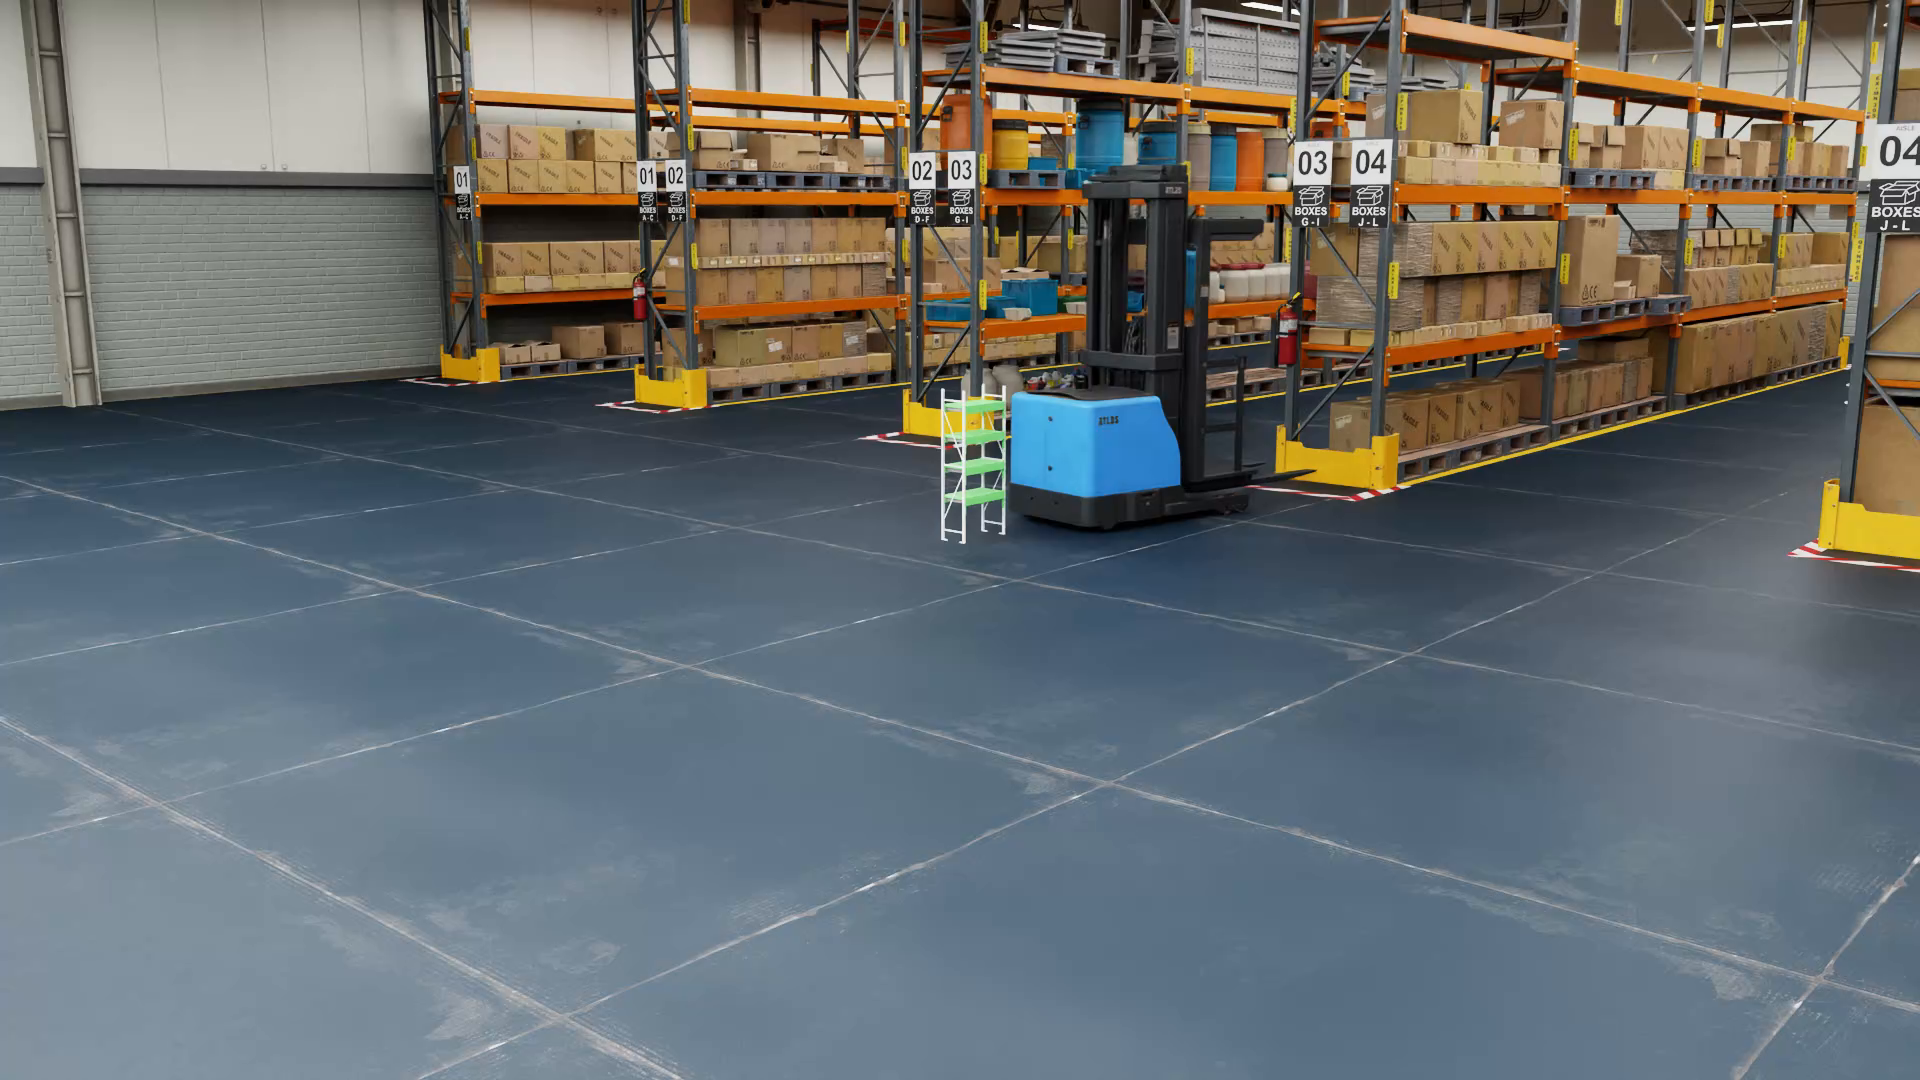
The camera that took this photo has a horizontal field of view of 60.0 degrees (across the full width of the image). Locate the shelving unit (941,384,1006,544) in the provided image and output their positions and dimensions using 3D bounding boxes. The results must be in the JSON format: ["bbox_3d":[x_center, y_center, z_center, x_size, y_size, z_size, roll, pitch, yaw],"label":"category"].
[{"bbox_3d":[0.109,-0.613,13.216,0.258,1.200,0.503,10,15,40],"label":"shelving unit"}]

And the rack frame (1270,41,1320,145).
[{"bbox_3d":[6.688,-8.602,33.305,1.000,3.000,0.127,10,15,40],"label":"rack frame"}]

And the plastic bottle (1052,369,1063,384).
[{"bbox_3d":[1.235,-2.015,21.283,0.144,0.351,0.185,10,15,40],"label":"plastic bottle"}]

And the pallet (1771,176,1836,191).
[{"bbox_3d":[12.840,-5.516,25.736,1.003,0.211,1.213,10,15,40],"label":"pallet"}]

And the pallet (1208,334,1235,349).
[{"bbox_3d":[4.502,-3.805,31.725,1.003,0.211,1.213,10,15,40],"label":"pallet"}]

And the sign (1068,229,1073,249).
[{"bbox_3d":[1.826,-4.980,27.530,0.100,0.325,0.005,10,15,40],"label":"sign"}]

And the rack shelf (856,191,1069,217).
[{"bbox_3d":[0.087,-5.307,26.303,1.077,0.370,4.000,10,15,40],"label":"rack shelf"}]

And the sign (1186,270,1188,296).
[{"bbox_3d":[2.891,-3.317,21.453,0.100,0.325,0.005,10,15,40],"label":"sign"}]

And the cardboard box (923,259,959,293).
[{"bbox_3d":[-0.366,-4.132,25.987,0.500,0.500,0.500,-11,16,-43],"label":"cardboard box"}]

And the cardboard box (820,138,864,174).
[{"bbox_3d":[-1.764,-5.649,24.495,0.500,0.500,0.500,-11,15,-43],"label":"cardboard box"}]

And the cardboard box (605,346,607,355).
[{"bbox_3d":[-6.027,-3.120,27.328,0.380,0.149,0.250,8,14,36],"label":"cardboard box"}]

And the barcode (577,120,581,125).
[{"bbox_3d":[-6.197,-6.788,27.032,0.001,0.075,0.075,10,15,40],"label":"barcode"}]

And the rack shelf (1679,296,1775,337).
[{"bbox_3d":[10.166,-3.144,23.128,1.077,0.370,4.000,10,15,40],"label":"rack shelf"}]

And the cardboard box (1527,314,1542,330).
[{"bbox_3d":[6.112,-2.385,18.136,0.380,0.149,0.250,10,15,40],"label":"cardboard box"}]

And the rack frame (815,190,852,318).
[{"bbox_3d":[-2.316,-5.123,31.204,1.000,3.000,0.127,10,15,40],"label":"rack frame"}]

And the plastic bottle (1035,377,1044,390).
[{"bbox_3d":[0.995,-1.896,20.857,0.061,0.283,0.133,10,15,40],"label":"plastic bottle"}]

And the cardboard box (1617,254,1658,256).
[{"bbox_3d":[8.520,-3.372,21.110,0.500,0.500,0.500,8,14,33],"label":"cardboard box"}]

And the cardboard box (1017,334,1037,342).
[{"bbox_3d":[0.908,-3.430,27.241,0.500,0.311,0.500,9,15,39],"label":"cardboard box"}]

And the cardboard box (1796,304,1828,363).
[{"bbox_3d":[13.164,-3.305,26.451,0.875,0.875,0.875,10,15,40],"label":"cardboard box"}]

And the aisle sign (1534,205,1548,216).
[{"bbox_3d":[10.674,-6.267,30.293,0.394,0.787,0.004,10,15,40],"label":"aisle sign"}]

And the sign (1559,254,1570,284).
[{"bbox_3d":[6.618,-2.969,18.208,0.100,0.325,0.005,10,15,40],"label":"sign"}]

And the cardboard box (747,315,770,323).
[{"bbox_3d":[-3.813,-3.788,29.775,0.700,0.500,0.500,10,15,41],"label":"cardboard box"}]

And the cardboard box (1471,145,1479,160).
[{"bbox_3d":[4.935,-3.858,16.577,0.380,0.149,0.250,10,15,40],"label":"cardboard box"}]

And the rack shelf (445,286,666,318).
[{"bbox_3d":[-6.277,-3.888,26.855,1.077,0.370,4.000,10,15,40],"label":"rack shelf"}]

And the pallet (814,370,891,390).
[{"bbox_3d":[-1.790,-2.416,24.768,1.003,0.211,1.213,10,15,40],"label":"pallet"}]

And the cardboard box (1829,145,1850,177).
[{"bbox_3d":[13.824,-6.071,26.705,0.700,0.500,0.500,9,14,37],"label":"cardboard box"}]

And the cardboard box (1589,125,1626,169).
[{"bbox_3d":[7.212,-4.536,19.270,0.797,0.503,0.637,11,15,43],"label":"cardboard box"}]

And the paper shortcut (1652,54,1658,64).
[{"bbox_3d":[9.323,-6.474,22.296,0.009,0.170,0.078,23,-8,37],"label":"paper shortcut"}]

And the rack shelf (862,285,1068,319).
[{"bbox_3d":[0.087,-3.836,26.597,1.077,0.370,4.000,10,15,40],"label":"rack shelf"}]

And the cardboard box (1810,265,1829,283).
[{"bbox_3d":[13.335,-4.196,26.186,0.500,0.250,0.500,9,14,38],"label":"cardboard box"}]

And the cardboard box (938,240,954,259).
[{"bbox_3d":[-0.458,-5.667,32.860,0.500,0.500,0.500,10,15,40],"label":"cardboard box"}]

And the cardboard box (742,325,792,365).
[{"bbox_3d":[-2.703,-2.731,23.259,0.500,0.500,0.500,10,15,40],"label":"cardboard box"}]

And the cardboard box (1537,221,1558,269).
[{"bbox_3d":[6.115,-3.197,17.992,0.500,0.500,0.500,10,15,40],"label":"cardboard box"}]

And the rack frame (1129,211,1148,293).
[{"bbox_3d":[2.485,-3.254,21.844,1.000,3.000,0.127,10,15,40],"label":"rack frame"}]

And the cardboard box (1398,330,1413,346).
[{"bbox_3d":[4.112,-1.947,15.944,0.380,0.149,0.250,10,15,40],"label":"cardboard box"}]

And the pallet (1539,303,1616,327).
[{"bbox_3d":[6.820,-2.613,19.126,1.003,0.211,1.213,10,15,40],"label":"pallet"}]

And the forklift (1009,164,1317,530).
[{"bbox_3d":[1.887,-1.727,14.374,3.031,2.935,1.130,-9,14,-37],"label":"forklift"}]

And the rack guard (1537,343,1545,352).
[{"bbox_3d":[10.413,-3.799,30.955,1.175,0.500,0.348,10,15,40],"label":"rack guard"}]

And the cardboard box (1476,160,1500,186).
[{"bbox_3d":[5.083,-3.686,16.733,0.500,0.250,0.500,10,15,42],"label":"cardboard box"}]

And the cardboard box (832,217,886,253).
[{"bbox_3d":[-1.521,-4.514,24.586,0.700,0.500,0.500,10,15,41],"label":"cardboard box"}]

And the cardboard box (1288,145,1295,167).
[{"bbox_3d":[6.361,-7.593,33.102,0.700,0.500,0.500,10,15,40],"label":"cardboard box"}]

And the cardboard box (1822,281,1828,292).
[{"bbox_3d":[13.466,-4.010,26.274,0.380,0.149,0.250,9,15,39],"label":"cardboard box"}]

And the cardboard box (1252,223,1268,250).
[{"bbox_3d":[5.590,-5.872,32.143,0.500,0.500,0.500,10,15,42],"label":"cardboard box"}]

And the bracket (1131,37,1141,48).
[{"bbox_3d":[4.090,-11.409,38.170,0.235,0.232,0.430,10,15,40],"label":"bracket"}]

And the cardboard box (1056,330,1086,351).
[{"bbox_3d":[1.922,-3.503,28.352,0.500,0.500,0.500,11,15,43],"label":"cardboard box"}]

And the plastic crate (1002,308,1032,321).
[{"bbox_3d":[0.677,-2.626,19.375,0.298,0.136,0.250,10,15,40],"label":"plastic crate"}]

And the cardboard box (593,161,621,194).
[{"bbox_3d":[-5.785,-5.799,26.623,0.500,0.500,0.500,9,14,38],"label":"cardboard box"}]

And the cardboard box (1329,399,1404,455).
[{"bbox_3d":[3.990,-1.095,16.345,0.500,0.500,0.500,-9,14,-37],"label":"cardboard box"}]

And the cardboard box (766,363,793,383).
[{"bbox_3d":[-2.695,-2.362,23.325,0.500,0.250,0.500,10,15,40],"label":"cardboard box"}]

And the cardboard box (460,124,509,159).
[{"bbox_3d":[-7.160,-5.992,25.034,0.500,0.500,0.500,8,14,36],"label":"cardboard box"}]

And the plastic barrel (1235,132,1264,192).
[{"bbox_3d":[3.989,-5.335,23.509,0.600,0.830,0.708,10,15,40],"label":"plastic barrel"}]

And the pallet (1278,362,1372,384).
[{"bbox_3d":[5.615,-2.596,25.672,1.003,0.211,1.213,10,15,40],"label":"pallet"}]

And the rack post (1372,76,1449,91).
[{"bbox_3d":[7.187,-7.216,26.557,0.937,0.300,0.954,9,15,39],"label":"rack post"}]

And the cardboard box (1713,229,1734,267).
[{"bbox_3d":[10.211,-4.044,22.981,0.797,0.503,0.637,10,15,42],"label":"cardboard box"}]

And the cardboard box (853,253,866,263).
[{"bbox_3d":[-1.587,-4.119,24.266,0.380,0.149,0.250,9,15,39],"label":"cardboard box"}]

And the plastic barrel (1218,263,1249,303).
[{"bbox_3d":[3.766,-3.541,22.934,0.433,0.535,0.433,0,11,0],"label":"plastic barrel"}]
